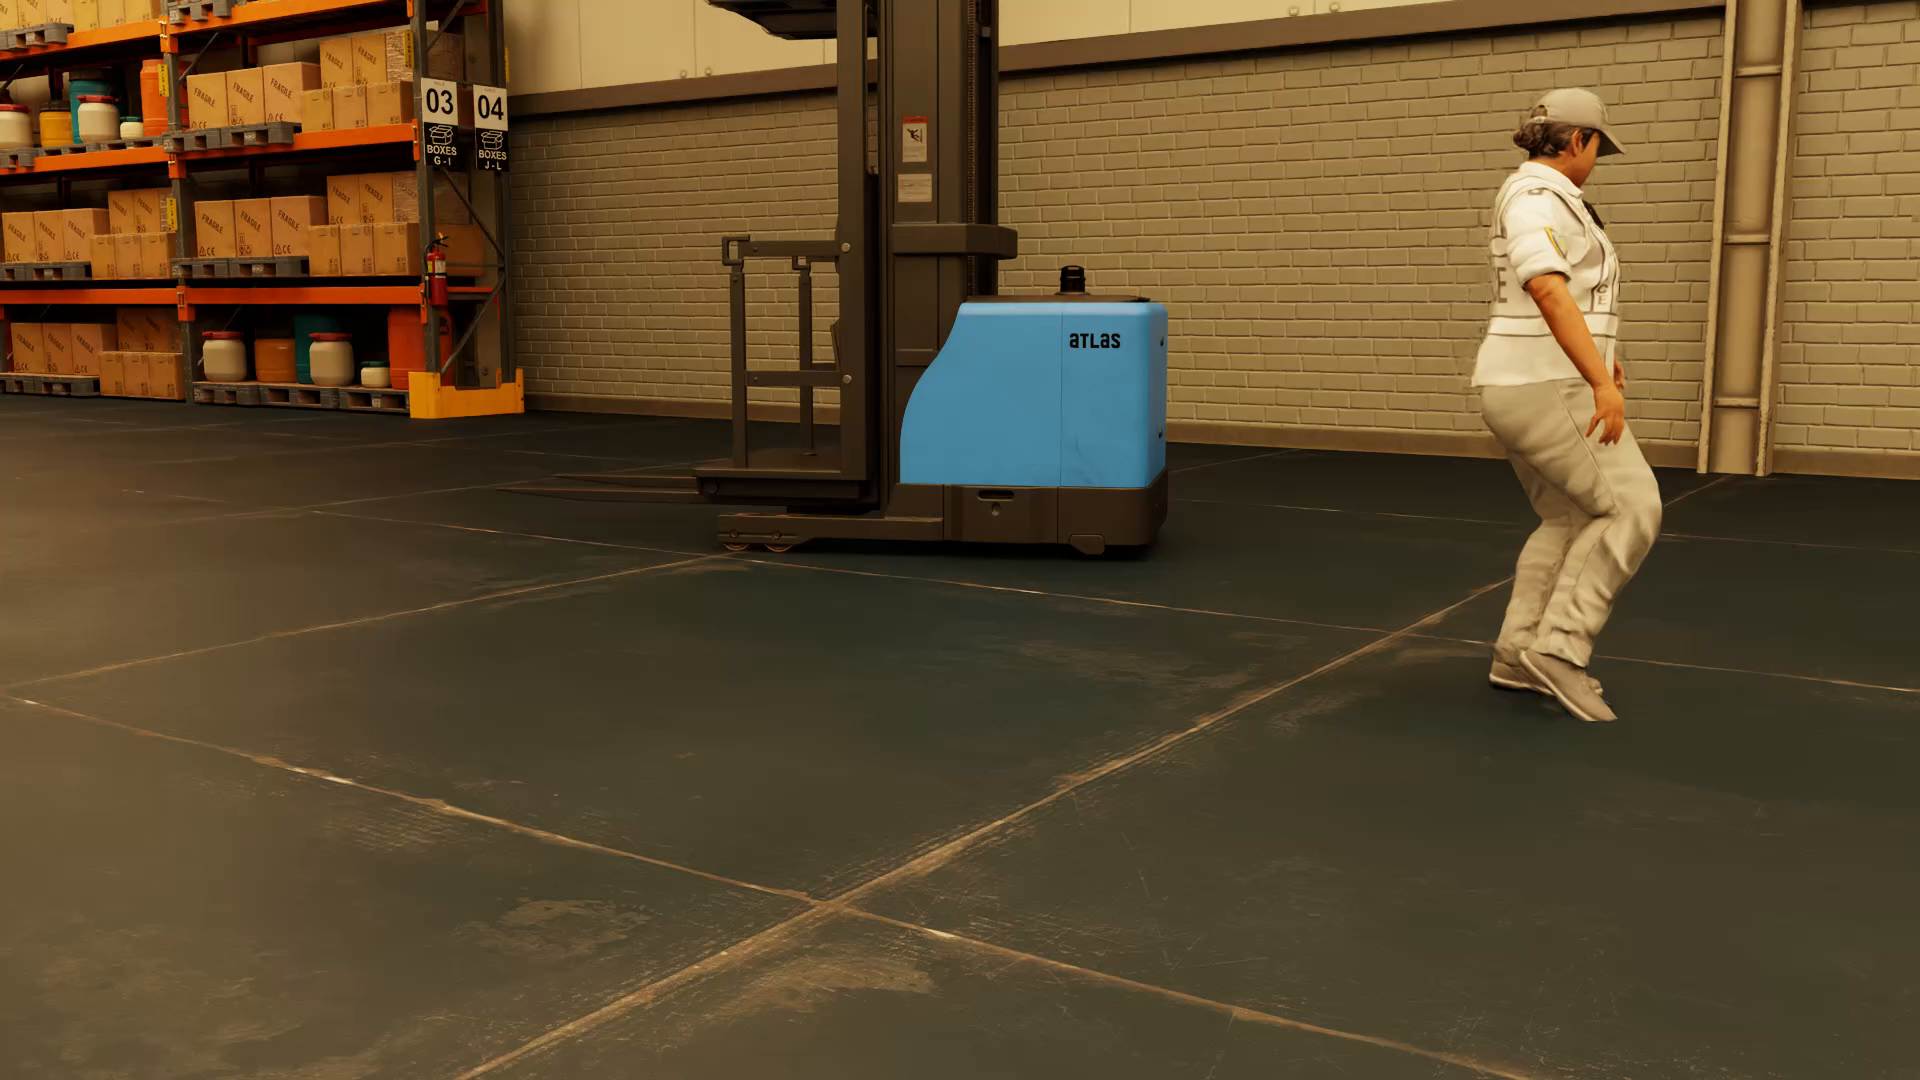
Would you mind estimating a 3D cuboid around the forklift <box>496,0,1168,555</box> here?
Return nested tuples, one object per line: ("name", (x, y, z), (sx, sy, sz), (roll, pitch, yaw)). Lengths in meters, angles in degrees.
("forklift", (-0.596, -1.469, 7.520), (3.031, 2.935, 1.130), (2, 8, 12))

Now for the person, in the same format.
("person", (1.633, -0.363, 4.495), (0.490, 1.674, 0.796), (3, 9, 19))
